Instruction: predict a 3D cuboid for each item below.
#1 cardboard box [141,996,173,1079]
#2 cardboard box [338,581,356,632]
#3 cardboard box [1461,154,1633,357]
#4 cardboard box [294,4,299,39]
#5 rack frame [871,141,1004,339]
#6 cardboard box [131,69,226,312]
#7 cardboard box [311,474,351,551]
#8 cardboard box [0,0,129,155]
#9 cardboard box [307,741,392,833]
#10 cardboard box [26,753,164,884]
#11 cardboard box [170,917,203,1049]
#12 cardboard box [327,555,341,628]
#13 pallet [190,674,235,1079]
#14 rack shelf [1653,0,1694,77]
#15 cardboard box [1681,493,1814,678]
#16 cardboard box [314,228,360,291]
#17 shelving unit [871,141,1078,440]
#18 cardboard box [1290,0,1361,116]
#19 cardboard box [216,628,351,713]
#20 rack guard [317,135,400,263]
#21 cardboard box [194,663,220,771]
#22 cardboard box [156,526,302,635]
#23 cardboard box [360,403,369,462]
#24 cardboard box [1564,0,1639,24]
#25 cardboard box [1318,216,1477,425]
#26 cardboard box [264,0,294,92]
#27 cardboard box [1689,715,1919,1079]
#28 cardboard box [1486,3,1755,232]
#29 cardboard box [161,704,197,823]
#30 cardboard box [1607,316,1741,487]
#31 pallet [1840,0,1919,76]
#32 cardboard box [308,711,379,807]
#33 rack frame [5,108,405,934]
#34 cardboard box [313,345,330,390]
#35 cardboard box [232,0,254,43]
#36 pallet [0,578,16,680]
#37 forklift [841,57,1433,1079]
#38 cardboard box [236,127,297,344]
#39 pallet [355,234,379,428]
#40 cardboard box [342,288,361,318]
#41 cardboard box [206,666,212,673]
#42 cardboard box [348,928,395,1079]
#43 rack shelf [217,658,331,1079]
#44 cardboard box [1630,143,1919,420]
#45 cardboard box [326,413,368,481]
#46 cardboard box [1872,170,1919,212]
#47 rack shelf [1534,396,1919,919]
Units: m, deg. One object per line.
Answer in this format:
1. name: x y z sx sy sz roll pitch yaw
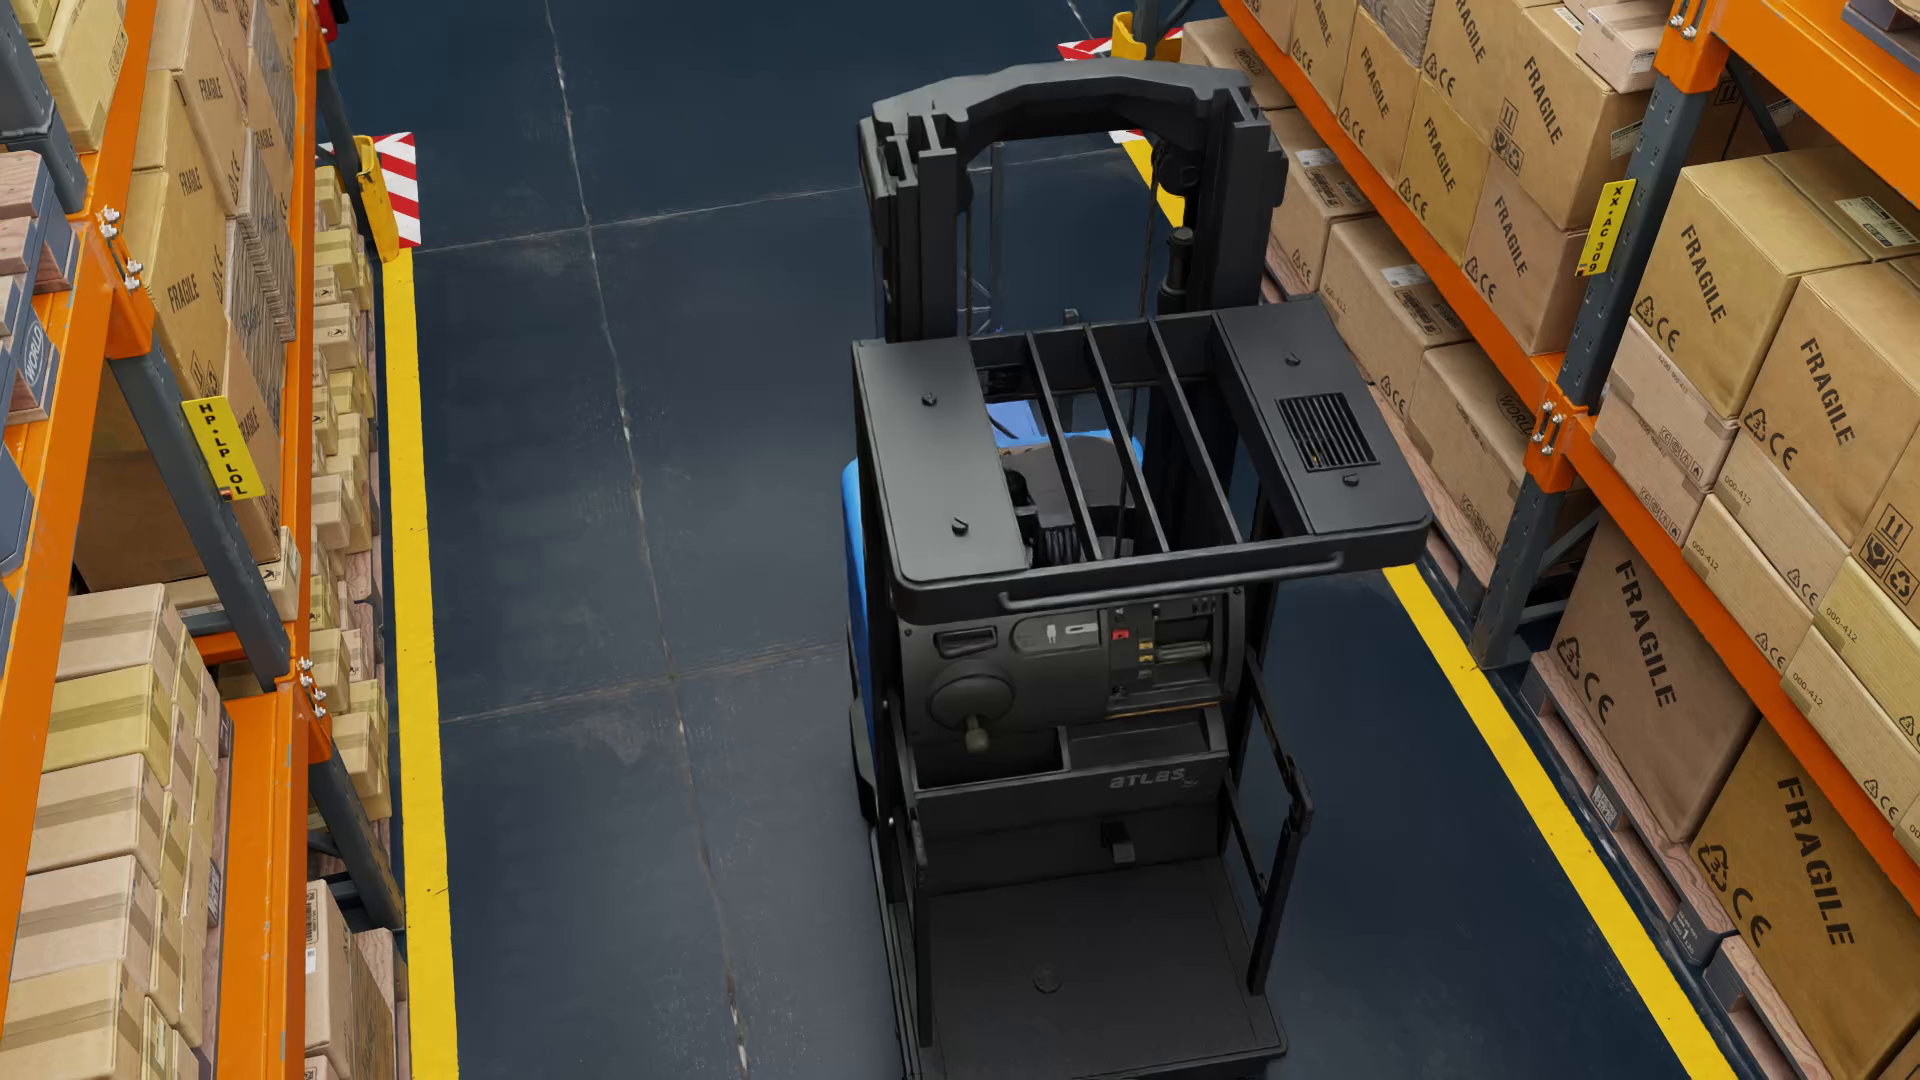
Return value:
1. cardboard box: -1.767 1.086 3.259 0.380 0.149 0.250 -13 47 -12
2. cardboard box: -2.406 0.318 6.040 0.380 0.149 0.250 -12 47 -11
3. cardboard box: 2.065 -0.994 5.554 0.500 0.500 0.500 -10 46 -10
4. cardboard box: -2.996 -2.211 6.992 0.380 0.149 0.250 -11 47 -10
5. rack frame: -0.085 -0.883 6.566 0.500 1.500 0.032 -9 46 -9
6. cardboard box: -2.356 -0.911 4.564 0.500 0.500 0.500 -12 47 -12
7. cardboard box: -2.417 -0.077 6.011 0.380 0.149 0.250 -10 46 -9
8. cardboard box: -2.192 -1.076 3.709 0.500 0.250 0.500 -9 46 -8
9. cardboard box: -2.111 0.830 5.538 0.380 0.149 0.250 -13 47 -12
10. cardboard box: -1.903 0.628 3.500 0.380 0.149 0.250 -12 47 -12
11. cardboard box: -1.842 0.993 3.558 0.380 0.149 0.250 -13 47 -12
12. cardboard box: -2.427 0.221 5.927 0.380 0.149 0.250 -13 47 -12
13. pallet: -2.273 0.911 3.891 1.003 0.211 1.213 -11 47 -10
14. rack shelf: 1.919 -2.864 5.860 1.077 0.370 4.000 -11 47 -10
15. cardboard box: 2.422 0.076 4.680 0.500 0.250 0.500 -12 47 -11
16. cardboard box: -2.774 -1.171 7.083 0.380 0.149 0.250 -12 47 -11
17. shelving unit: 0.025 -0.529 6.218 0.538 1.500 1.048 -9 46 -9
18. cardboard box: 1.666 -2.057 6.595 0.500 0.500 0.500 -9 46 -9
19. cardboard box: -2.230 0.455 5.489 0.380 0.149 0.250 -9 46 -8
20. rack guard: -3.333 -1.545 7.914 1.175 0.500 0.348 -11 47 -10
21. cardboard box: -2.035 0.468 4.073 0.380 0.149 0.250 -12 47 -11
22. cardboard box: -2.085 0.122 4.706 0.380 0.149 0.250 -9 46 -9
23. cardboard box: -2.616 -0.414 6.757 0.380 0.149 0.250 -10 46 -10
24. cardboard box: 2.082 -1.654 5.046 0.380 0.149 0.250 -10 46 -9
25. cardboard box: 2.144 -1.007 7.136 0.875 0.438 0.875 -12 47 -11
26. cardboard box: -2.862 -1.992 6.323 0.500 0.500 0.500 -11 47 -11
27. cardboard box: 2.906 0.947 4.915 0.875 0.875 0.875 -9 46 -9
28. cardboard box: 2.043 -1.346 5.198 0.500 0.500 0.500 -11 47 -11
29. cardboard box: -1.967 0.547 3.788 0.380 0.149 0.250 -10 46 -10
30. cardboard box: 2.271 -0.453 4.848 0.500 0.250 0.500 -12 47 -11
31. pallet: 2.713 -1.044 3.707 0.805 0.209 1.217 -12 47 -12
32. cardboard box: -2.112 0.727 5.431 0.380 0.149 0.250 -9 46 -8
33. rack frame: -2.328 0.289 4.366 1.000 3.000 0.127 -11 47 -10
34. cardboard box: -2.686 -0.603 6.526 0.380 0.149 0.250 -12 47 -12
35. cardboard box: -2.723 -1.984 5.615 0.500 0.500 0.500 -9 46 -8
36. pallet: -2.005 0.467 2.224 1.213 0.211 1.003 -11 47 -10
37. forklift: 0.341 0.428 4.278 1.130 2.935 3.031 -7 46 -7
38. cardboard box: -2.439 -0.932 5.285 0.500 0.500 0.500 -12 47 -11
39. pallet: -3.159 -0.876 7.461 1.003 0.211 1.213 -11 47 -10
40. cardboard box: -2.807 -1.055 7.177 0.380 0.149 0.250 -12 47 -12
41. cardboard box: -2.824 0.362 5.997 0.380 0.149 0.250 -12 47 -11
42. cardboard box: -1.895 1.482 4.653 0.500 0.500 0.500 -12 47 -11
43. rack shelf: -1.816 1.922 3.270 1.077 0.370 4.000 -11 47 -10
44. cardboard box: 2.266 -0.714 4.579 0.500 0.500 0.500 -10 46 -10
45. cardboard box: -2.517 -0.334 6.471 0.380 0.149 0.250 -10 46 -10
46. cardboard box: 2.788 -0.808 4.671 0.500 0.500 0.500 -9 46 -9
47. rack shelf: 2.943 0.947 4.225 1.077 0.370 4.000 -11 47 -10
